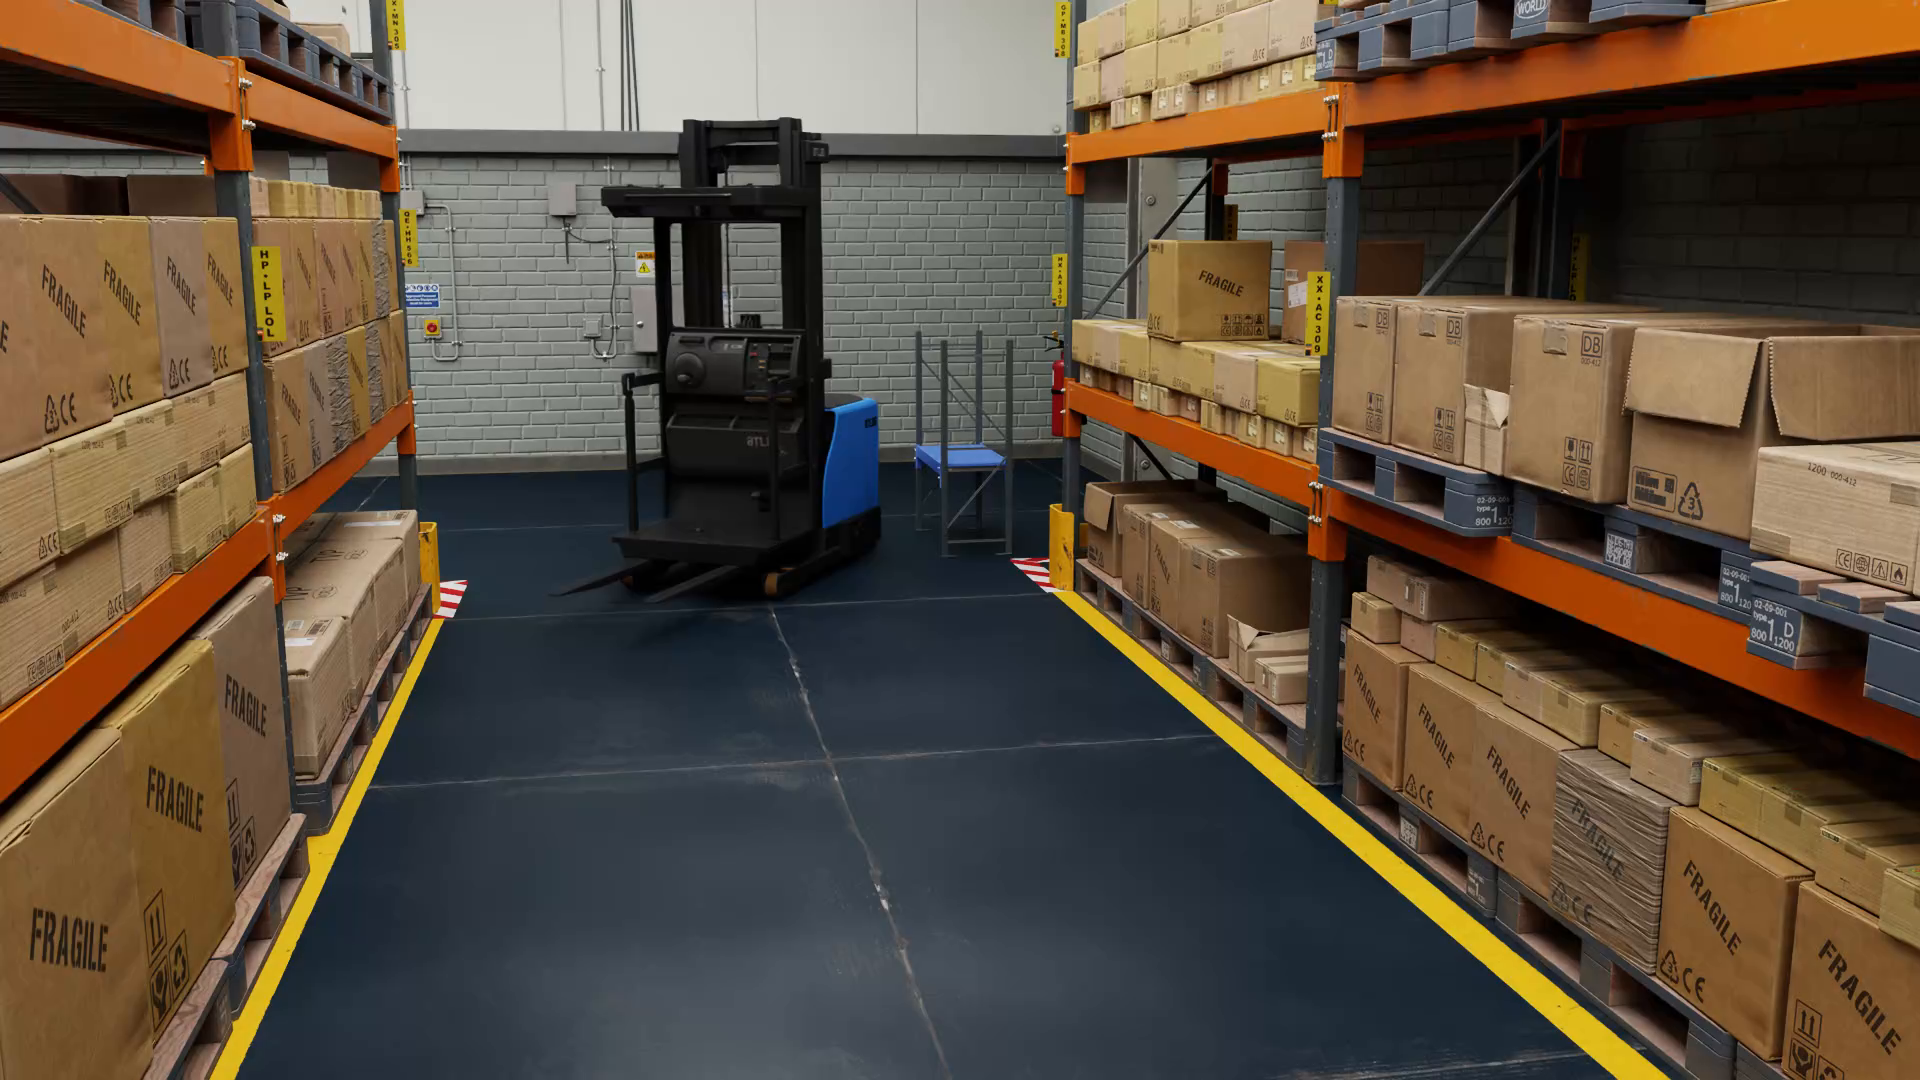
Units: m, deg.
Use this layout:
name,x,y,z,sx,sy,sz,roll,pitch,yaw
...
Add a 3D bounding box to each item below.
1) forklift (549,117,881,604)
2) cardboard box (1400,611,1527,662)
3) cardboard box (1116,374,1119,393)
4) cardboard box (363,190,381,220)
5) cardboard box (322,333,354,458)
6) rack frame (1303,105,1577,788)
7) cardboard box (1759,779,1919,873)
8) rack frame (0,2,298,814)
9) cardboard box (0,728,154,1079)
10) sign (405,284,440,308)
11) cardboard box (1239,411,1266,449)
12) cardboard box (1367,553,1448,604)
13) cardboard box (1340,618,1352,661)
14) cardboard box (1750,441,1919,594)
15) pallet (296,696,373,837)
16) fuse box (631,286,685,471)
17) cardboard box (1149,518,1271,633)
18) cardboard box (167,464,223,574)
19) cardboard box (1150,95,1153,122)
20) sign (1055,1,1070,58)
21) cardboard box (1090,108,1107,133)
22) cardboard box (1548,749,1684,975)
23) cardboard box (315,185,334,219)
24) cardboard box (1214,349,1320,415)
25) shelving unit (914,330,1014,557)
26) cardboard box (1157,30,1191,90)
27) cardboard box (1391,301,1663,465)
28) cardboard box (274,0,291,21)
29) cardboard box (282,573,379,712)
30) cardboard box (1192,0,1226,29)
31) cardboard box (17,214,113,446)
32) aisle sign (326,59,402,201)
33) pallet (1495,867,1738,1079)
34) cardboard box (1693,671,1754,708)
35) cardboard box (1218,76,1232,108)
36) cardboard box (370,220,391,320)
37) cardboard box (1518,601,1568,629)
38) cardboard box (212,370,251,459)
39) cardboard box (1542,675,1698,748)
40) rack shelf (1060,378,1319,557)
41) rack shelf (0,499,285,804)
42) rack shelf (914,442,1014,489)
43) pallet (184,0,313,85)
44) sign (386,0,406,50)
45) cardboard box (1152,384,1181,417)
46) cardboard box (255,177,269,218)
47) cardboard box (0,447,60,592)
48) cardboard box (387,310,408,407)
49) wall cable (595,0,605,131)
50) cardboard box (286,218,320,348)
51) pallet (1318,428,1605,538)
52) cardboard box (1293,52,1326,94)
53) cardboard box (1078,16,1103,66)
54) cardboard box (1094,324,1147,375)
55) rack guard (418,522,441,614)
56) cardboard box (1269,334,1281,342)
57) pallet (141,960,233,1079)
name,x,y,z,sx,sy,sz,roll,pitch,yaw
forklift,-1.520,-1.161,10.456,1.130,2.935,3.031,4,11,18
cardboard box,1.875,0.344,6.196,0.380,0.149,0.250,-2,11,-13
cardboard box,1.133,-0.931,9.737,0.380,0.149,0.250,-2,11,-12
cardboard box,-3.238,-1.746,8.669,0.380,0.149,0.250,-2,11,-12
cardboard box,-2.951,-0.630,7.218,0.500,0.500,0.500,-2,11,-11
rack frame,1.936,-0.483,6.711,1.000,3.000,0.127,-2,11,-11
cardboard box,2.271,0.724,4.200,0.380,0.149,0.250,-2,11,-9
rack frame,-2.932,-0.302,5.759,1.000,3.000,0.127,-2,11,-11
cardboard box,-2.376,0.976,3.605,0.875,0.875,0.875,-2,11,-10
sign,-4.889,-2.211,15.067,0.327,0.218,0.001,-2,11,-11
cardboard box,1.480,-0.502,7.486,0.380,0.149,0.250,-2,11,-10
cardboard box,1.804,0.147,6.432,0.380,0.149,0.250,-2,11,-12
cardboard box,2.039,0.502,7.605,0.500,0.311,0.500,-2,11,-9
cardboard box,2.191,-0.064,3.786,0.500,0.250,0.500,-3,11,-14
pallet,-3.003,0.926,6.767,1.003,0.211,1.213,-2,11,-11
fuse box,-2.741,-1.485,15.423,0.539,1.711,0.414,-2,11,-11
cardboard box,1.317,0.180,8.792,0.500,0.500,0.500,-2,11,-10
cardboard box,-2.500,-0.061,4.898,0.500,0.250,0.500,-2,11,-12
cardboard box,1.216,-2.264,8.721,0.380,0.149,0.250,-2,11,-12
sign,0.626,-3.100,10.099,0.100,0.325,0.005,-2,11,-11
cardboard box,0.992,-2.500,9.957,0.380,0.149,0.250,-2,11,-10
cardboard box,2.110,0.920,4.902,0.500,0.500,0.500,-3,11,-13
cardboard box,-3.017,-1.508,7.420,0.380,0.149,0.250,-2,11,-11
cardboard box,1.486,-0.731,7.621,0.500,0.250,0.500,-2,11,-11
shelving unit,0.017,-0.721,11.974,0.538,1.500,1.048,-2,11,-11
cardboard box,1.306,-2.390,8.316,0.500,0.250,0.500,-2,11,-12
cardboard box,1.911,-0.546,5.654,0.700,0.500,0.500,-2,11,-10
cardboard box,-3.468,-2.444,7.840,0.500,0.311,0.500,-2,11,-10
cardboard box,-3.124,0.468,7.447,0.875,0.438,0.875,-2,11,-13
cardboard box,1.404,-2.544,7.787,0.500,0.250,0.500,-2,11,-10
cardboard box,-2.296,-0.486,3.788,0.500,0.500,0.500,-2,11,-10
aisle sign,-3.420,-2.337,9.499,0.394,0.787,0.004,-2,11,-11
pallet,2.372,1.259,5.017,1.003,0.211,1.213,-2,11,-11
cardboard box,2.584,0.513,5.306,0.380,0.149,0.250,-2,11,-10
cardboard box,1.422,-2.078,7.741,0.380,0.149,0.250,-2,11,-9
cardboard box,-3.252,-1.401,8.593,0.500,0.500,0.500,-2,11,-11
cardboard box,2.347,0.325,6.292,0.380,0.149,0.250,-2,11,-11
cardboard box,-2.608,-0.401,5.348,0.500,0.250,0.500,-2,11,-11
cardboard box,2.060,0.533,5.202,0.380,0.149,0.250,-2,11,-9
rack shelf,1.547,-0.496,8.705,1.077,0.370,4.000,-2,11,-11
rack shelf,-2.543,0.419,3.899,1.077,0.370,4.000,-2,11,-11
rack shelf,0.017,-0.544,12.008,0.538,0.185,1.000,-2,11,-11
pallet,-3.081,-1.882,6.277,1.003,0.211,1.213,-2,11,-11
sign,-3.175,-2.922,9.348,0.100,0.325,0.005,-2,11,-11
cardboard box,1.226,-0.737,8.719,0.380,0.149,0.250,-2,11,-10
cardboard box,-2.805,-1.274,6.193,0.380,0.149,0.250,-2,11,-10
cardboard box,-2.195,-0.028,3.388,0.500,0.250,0.500,-2,11,-11
cardboard box,-3.357,-1.005,9.190,0.500,0.500,0.500,-2,11,-11
wall cable,-4.354,-5.042,14.621,2.355,3.000,0.029,-2,11,-11
cardboard box,-2.879,-1.031,6.649,0.500,0.500,0.500,-2,11,-12
pallet,1.984,-0.238,5.938,1.003,0.211,1.213,-2,11,-11
cardboard box,1.576,-1.888,6.744,0.380,0.149,0.250,-2,11,-11
cardboard box,0.998,-2.917,9.748,0.500,0.250,0.500,-2,11,-12
cardboard box,1.080,-1.103,9.577,0.500,0.250,0.500,-2,11,-10
rack guard,-3.715,0.188,9.870,1.175,0.500,0.348,-2,11,-11
cardboard box,1.800,-0.933,8.680,0.500,0.250,0.500,-2,11,-11
pallet,-2.467,1.431,4.112,1.003,0.211,1.213,-2,11,-11
